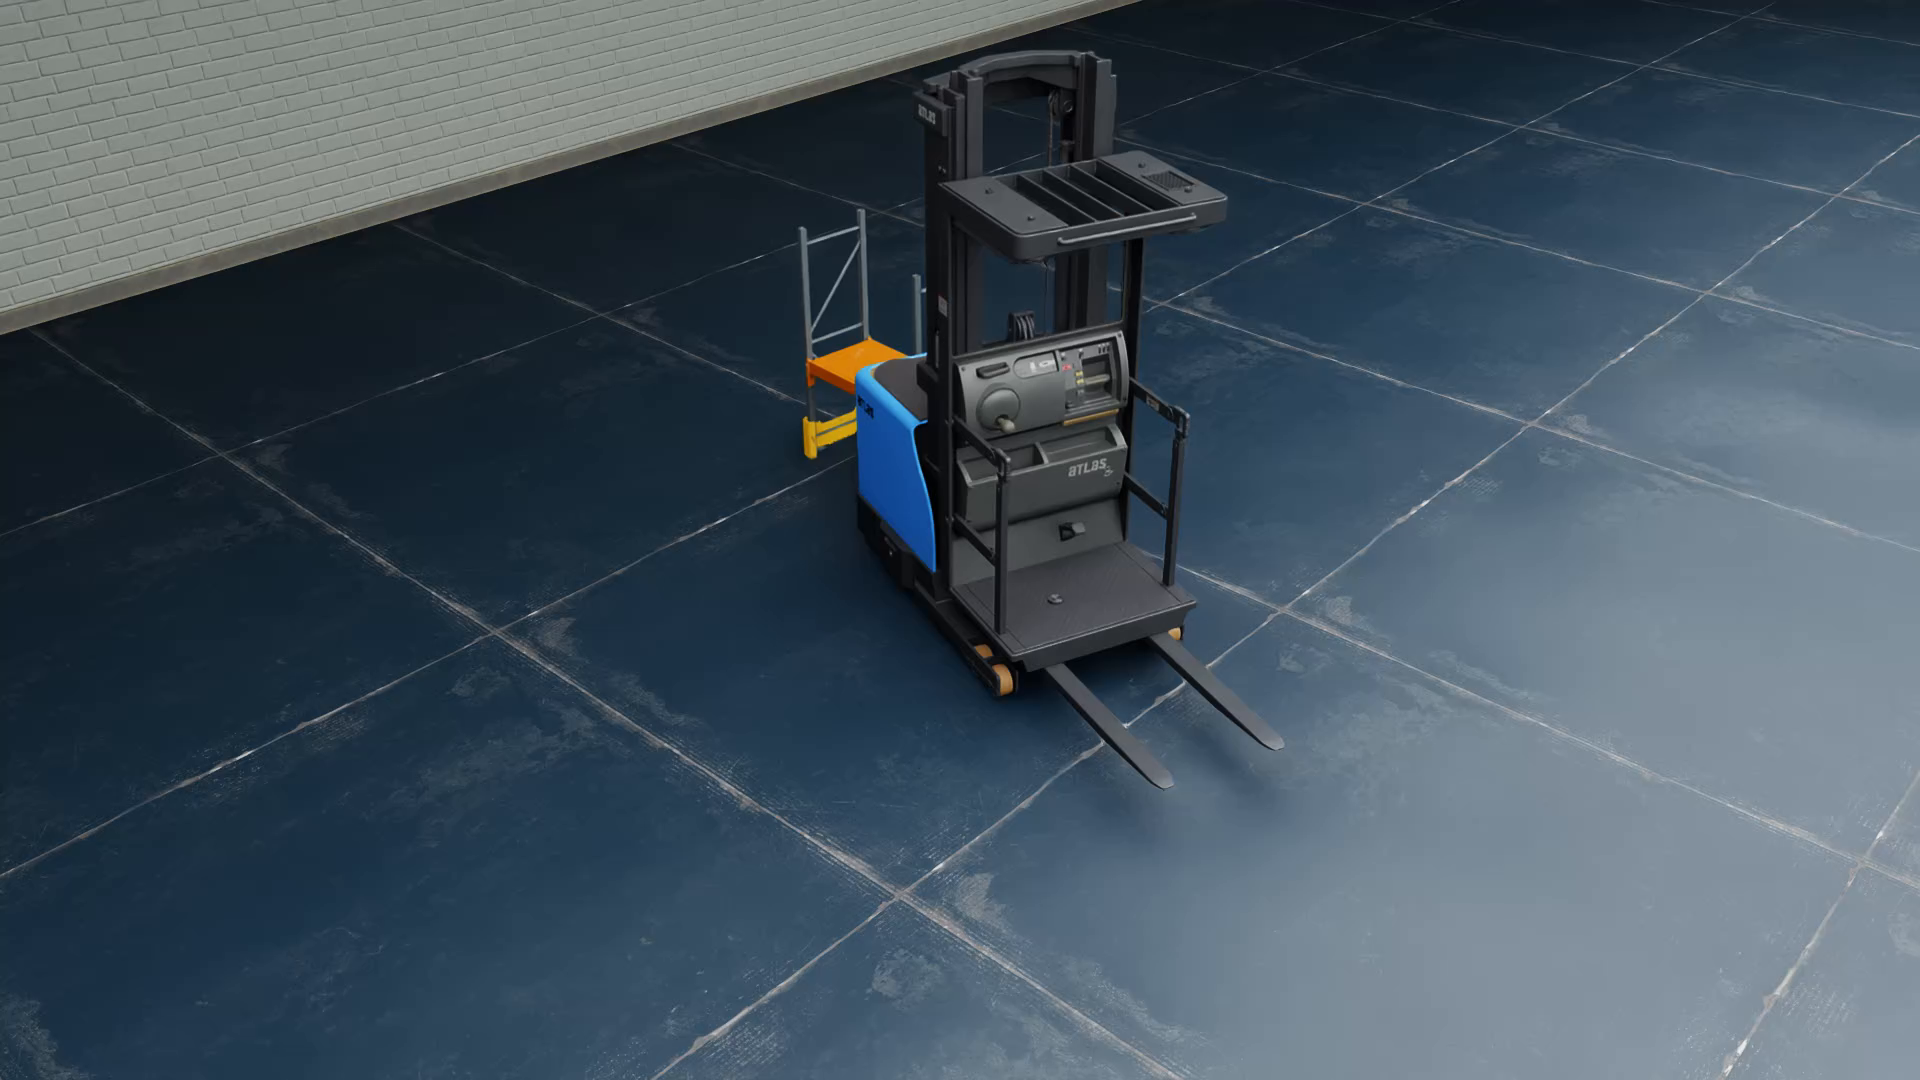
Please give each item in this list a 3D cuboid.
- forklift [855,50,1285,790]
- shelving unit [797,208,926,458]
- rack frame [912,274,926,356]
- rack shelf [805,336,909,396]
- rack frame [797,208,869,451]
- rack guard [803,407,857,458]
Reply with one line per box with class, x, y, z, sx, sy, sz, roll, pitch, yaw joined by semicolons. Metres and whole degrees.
forklift;0.519;-0.728;8.062;1.130;2.935;3.031;-15;34;-23
shelving unit;-0.418;-1.093;10.056;0.587;1.500;1.083;-26;40;-36
rack frame;-0.077;-0.905;9.744;0.500;1.500;0.032;-26;40;-36
rack shelf;-0.424;-0.942;10.154;0.538;0.185;1.000;-26;40;-36
rack frame;-0.771;-1.288;10.380;0.500;1.500;0.032;-26;40;-36
rack guard;-0.758;-0.745;10.690;0.587;0.250;0.087;-26;40;-36
